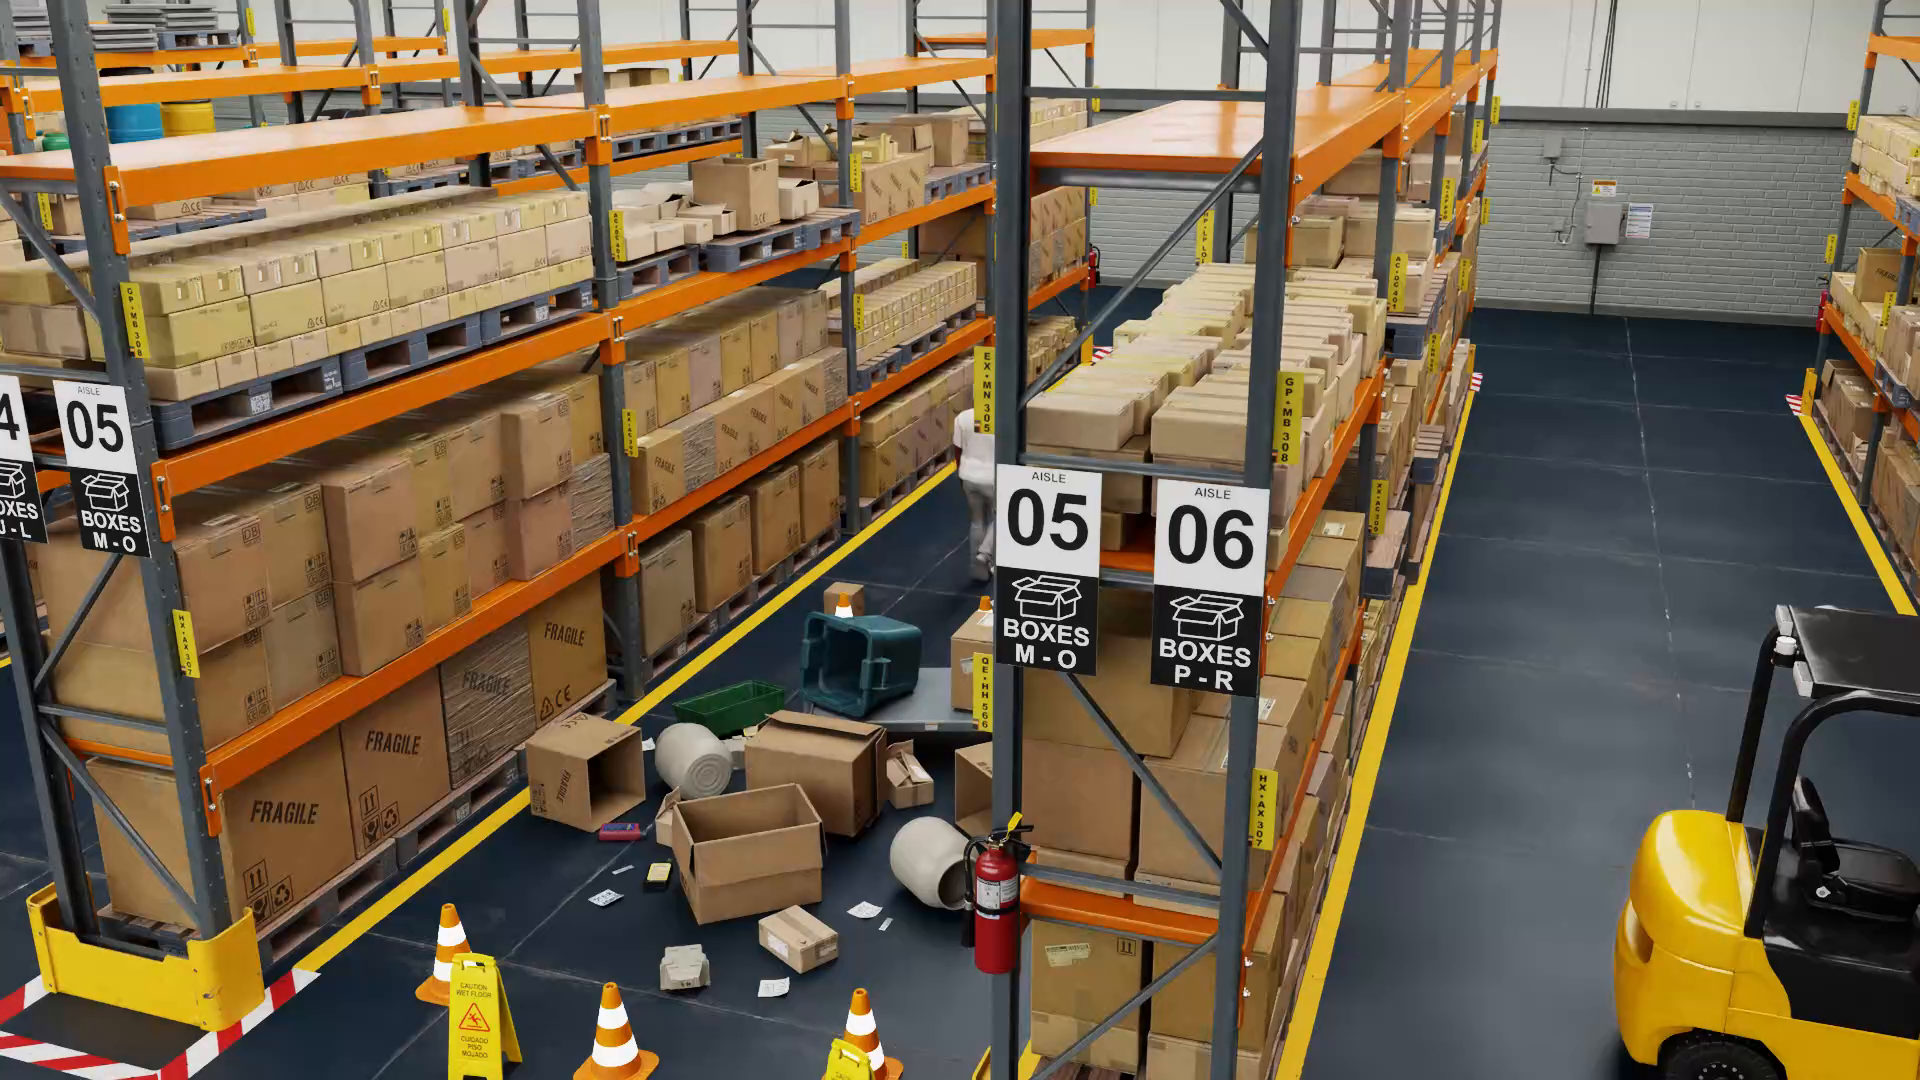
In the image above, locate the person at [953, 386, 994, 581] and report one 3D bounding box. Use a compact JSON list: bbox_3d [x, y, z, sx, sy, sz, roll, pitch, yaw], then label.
[{"bbox_3d":[0.224,-0.497,13.965,0.657,1.751,0.555,8,20,22],"label":"person"}]
